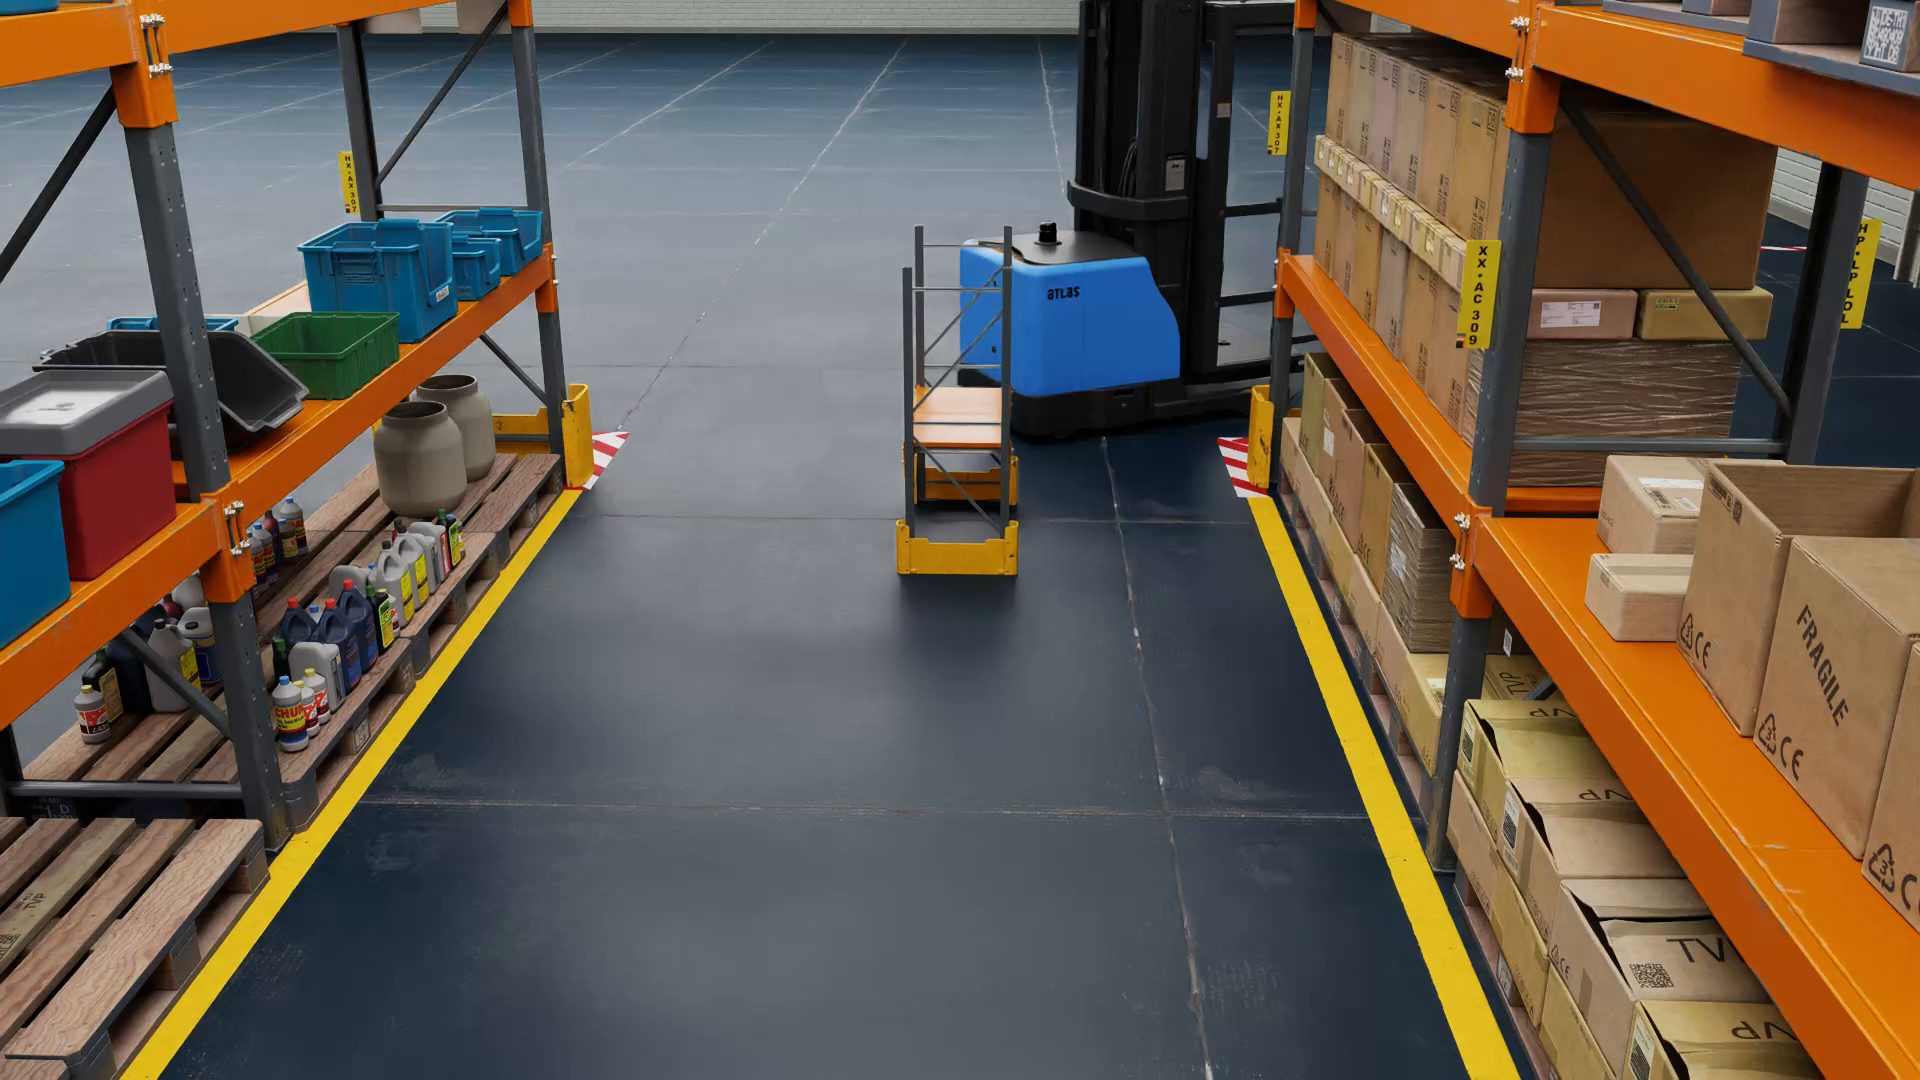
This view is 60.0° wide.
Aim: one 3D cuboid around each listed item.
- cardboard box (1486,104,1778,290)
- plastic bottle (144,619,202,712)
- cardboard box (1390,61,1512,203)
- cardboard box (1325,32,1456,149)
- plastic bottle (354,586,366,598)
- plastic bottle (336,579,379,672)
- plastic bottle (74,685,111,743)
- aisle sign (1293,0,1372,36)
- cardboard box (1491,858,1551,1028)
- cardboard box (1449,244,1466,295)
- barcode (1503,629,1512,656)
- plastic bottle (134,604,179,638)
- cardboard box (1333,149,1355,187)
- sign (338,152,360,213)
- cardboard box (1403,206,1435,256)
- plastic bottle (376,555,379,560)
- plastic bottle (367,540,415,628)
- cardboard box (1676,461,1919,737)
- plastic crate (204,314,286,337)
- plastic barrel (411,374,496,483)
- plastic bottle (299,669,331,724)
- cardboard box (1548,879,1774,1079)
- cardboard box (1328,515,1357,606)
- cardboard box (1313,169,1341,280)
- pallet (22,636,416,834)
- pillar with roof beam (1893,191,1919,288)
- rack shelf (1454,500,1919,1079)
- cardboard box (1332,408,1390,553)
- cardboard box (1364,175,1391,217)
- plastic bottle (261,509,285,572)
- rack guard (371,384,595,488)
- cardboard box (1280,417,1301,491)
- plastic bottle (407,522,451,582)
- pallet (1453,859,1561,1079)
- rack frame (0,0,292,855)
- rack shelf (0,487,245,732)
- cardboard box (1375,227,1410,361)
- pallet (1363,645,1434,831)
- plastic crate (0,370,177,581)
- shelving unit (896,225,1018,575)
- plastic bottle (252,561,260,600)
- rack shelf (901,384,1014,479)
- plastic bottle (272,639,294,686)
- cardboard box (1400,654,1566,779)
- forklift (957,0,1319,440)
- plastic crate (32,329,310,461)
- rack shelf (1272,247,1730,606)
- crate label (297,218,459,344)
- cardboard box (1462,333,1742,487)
[{"bbox_3d":[2.107,-1.097,5.278,0.700,0.500,0.500,1,21,2],"label":"cardboard box"},{"bbox_3d":[-2.975,0.454,6.265,0.144,0.351,0.185,1,21,2],"label":"plastic bottle"},{"bbox_3d":[2.153,-1.641,6.681,0.700,0.500,0.500,1,21,2],"label":"cardboard box"},{"bbox_3d":[2.193,-2.195,8.108,0.700,0.500,0.500,1,21,2],"label":"cardboard box"},{"bbox_3d":[-2.439,0.317,6.729,0.097,0.271,0.097,0,21,0],"label":"plastic bottle"},{"bbox_3d":[-2.406,0.333,6.577,0.144,0.351,0.185,0,21,-1],"label":"plastic bottle"},{"bbox_3d":[-3.151,0.624,6.035,0.097,0.201,0.097,0,21,0],"label":"plastic bottle"},{"bbox_3d":[1.918,-2.970,8.444,0.394,0.787,0.004,1,21,2],"label":"aisle sign"},{"bbox_3d":[1.823,1.129,4.693,0.500,0.250,0.500,1,21,3],"label":"cardboard box"},{"bbox_3d":[1.909,-0.919,5.716,0.380,0.149,0.250,0,21,0],"label":"cardboard box"},{"bbox_3d":[1.676,0.315,5.090,0.001,0.075,0.075,1,21,2],"label":"barcode"},{"bbox_3d":[-3.113,0.383,6.448,0.144,0.351,0.185,0,21,-1],"label":"plastic bottle"},{"bbox_3d":[1.980,-1.755,7.871,0.380,0.149,0.250,1,21,2],"label":"cardboard box"},{"bbox_3d":[-3.279,-1.924,8.958,0.100,0.325,0.005,1,21,2],"label":"sign"},{"bbox_3d":[1.934,-1.194,6.424,0.380,0.149,0.250,1,21,3],"label":"cardboard box"},{"bbox_3d":[-2.511,0.127,7.314,0.097,0.201,0.097,0,21,0],"label":"plastic bottle"},{"bbox_3d":[-2.393,0.180,6.973,0.144,0.351,0.185,0,21,1],"label":"plastic bottle"},{"bbox_3d":[2.045,0.136,3.893,0.500,0.500,0.500,2,21,6],"label":"cardboard box"},{"bbox_3d":[-3.055,-0.808,6.829,0.530,0.136,0.437,1,21,2],"label":"plastic crate"},{"bbox_3d":[-2.673,-0.584,8.747,0.421,0.512,0.421,0,21,0],"label":"plastic barrel"},{"bbox_3d":[-2.397,0.575,6.162,0.097,0.201,0.097,0,21,0],"label":"plastic bottle"},{"bbox_3d":[1.804,1.054,4.110,0.500,0.311,0.500,0,21,0],"label":"cardboard box"},{"bbox_3d":[1.936,0.089,7.375,0.500,0.250,0.500,1,21,2],"label":"cardboard box"},{"bbox_3d":[2.195,-1.609,8.392,0.700,0.500,0.500,1,21,2],"label":"cardboard box"},{"bbox_3d":[-2.789,0.717,6.390,1.003,0.211,1.213,1,21,2],"label":"pallet"},{"bbox_3d":[3.896,-6.429,12.659,9.100,9.000,0.400,1,21,2],"label":"pillar with roof beam"},{"bbox_3d":[2.039,0.773,3.383,1.077,0.370,4.000,1,21,2],"label":"rack shelf"},{"bbox_3d":[1.935,-0.261,7.239,0.500,0.500,0.500,1,21,2],"label":"cardboard box"},{"bbox_3d":[1.958,-1.475,7.149,0.380,0.149,0.250,0,21,1],"label":"cardboard box"},{"bbox_3d":[-3.121,0.008,7.509,0.061,0.283,0.133,1,21,3],"label":"plastic bottle"},{"bbox_3d":[-2.684,-0.594,9.368,1.175,0.500,0.348,1,21,2],"label":"rack guard"},{"bbox_3d":[1.983,-0.454,8.772,0.500,0.250,0.500,1,21,2],"label":"cardboard box"},{"bbox_3d":[-2.382,0.037,7.444,0.152,0.276,0.135,1,21,2],"label":"plastic bottle"},{"bbox_3d":[2.117,1.282,4.934,1.003,0.211,1.213,1,21,2],"label":"pallet"},{"bbox_3d":[-2.851,-0.341,5.261,1.000,3.000,0.127,1,21,2],"label":"rack frame"},{"bbox_3d":[-2.912,0.718,3.527,1.077,0.370,4.000,1,21,2],"label":"rack shelf"},{"bbox_3d":[2.151,-1.050,6.949,0.700,0.500,0.500,1,21,3],"label":"cardboard box"},{"bbox_3d":[2.166,0.728,6.361,1.003,0.211,1.213,1,21,2],"label":"pallet"},{"bbox_3d":[-2.560,-0.192,4.790,0.402,0.464,0.583,1,21,2],"label":"plastic crate"},{"bbox_3d":[0.002,-0.727,8.329,0.587,1.500,1.083,1,21,2],"label":"shelving unit"},{"bbox_3d":[-3.112,0.160,7.229,0.097,0.201,0.097,0,21,0],"label":"plastic bottle"},{"bbox_3d":[0.003,-0.562,8.402,0.538,0.185,1.000,1,21,2],"label":"rack shelf"},{"bbox_3d":[-2.527,0.492,6.262,0.061,0.283,0.133,1,21,2],"label":"plastic bottle"},{"bbox_3d":[1.896,0.631,5.977,0.500,0.250,0.500,1,21,2],"label":"cardboard box"},{"bbox_3d":[1.540,-2.318,10.450,3.031,2.935,1.130,-10,23,-24],"label":"forklift"},{"bbox_3d":[-2.708,-0.500,5.756,0.767,0.338,0.504,1,21,2],"label":"plastic crate"},{"bbox_3d":[2.161,-0.673,7.111,1.077,0.370,4.000,1,21,2],"label":"rack shelf"},{"bbox_3d":[-2.515,-1.135,7.259,0.502,0.435,0.616,1,21,2],"label":"crate label"},{"bbox_3d":[2.107,-0.492,5.513,0.700,0.500,0.500,0,21,0],"label":"cardboard box"}]
